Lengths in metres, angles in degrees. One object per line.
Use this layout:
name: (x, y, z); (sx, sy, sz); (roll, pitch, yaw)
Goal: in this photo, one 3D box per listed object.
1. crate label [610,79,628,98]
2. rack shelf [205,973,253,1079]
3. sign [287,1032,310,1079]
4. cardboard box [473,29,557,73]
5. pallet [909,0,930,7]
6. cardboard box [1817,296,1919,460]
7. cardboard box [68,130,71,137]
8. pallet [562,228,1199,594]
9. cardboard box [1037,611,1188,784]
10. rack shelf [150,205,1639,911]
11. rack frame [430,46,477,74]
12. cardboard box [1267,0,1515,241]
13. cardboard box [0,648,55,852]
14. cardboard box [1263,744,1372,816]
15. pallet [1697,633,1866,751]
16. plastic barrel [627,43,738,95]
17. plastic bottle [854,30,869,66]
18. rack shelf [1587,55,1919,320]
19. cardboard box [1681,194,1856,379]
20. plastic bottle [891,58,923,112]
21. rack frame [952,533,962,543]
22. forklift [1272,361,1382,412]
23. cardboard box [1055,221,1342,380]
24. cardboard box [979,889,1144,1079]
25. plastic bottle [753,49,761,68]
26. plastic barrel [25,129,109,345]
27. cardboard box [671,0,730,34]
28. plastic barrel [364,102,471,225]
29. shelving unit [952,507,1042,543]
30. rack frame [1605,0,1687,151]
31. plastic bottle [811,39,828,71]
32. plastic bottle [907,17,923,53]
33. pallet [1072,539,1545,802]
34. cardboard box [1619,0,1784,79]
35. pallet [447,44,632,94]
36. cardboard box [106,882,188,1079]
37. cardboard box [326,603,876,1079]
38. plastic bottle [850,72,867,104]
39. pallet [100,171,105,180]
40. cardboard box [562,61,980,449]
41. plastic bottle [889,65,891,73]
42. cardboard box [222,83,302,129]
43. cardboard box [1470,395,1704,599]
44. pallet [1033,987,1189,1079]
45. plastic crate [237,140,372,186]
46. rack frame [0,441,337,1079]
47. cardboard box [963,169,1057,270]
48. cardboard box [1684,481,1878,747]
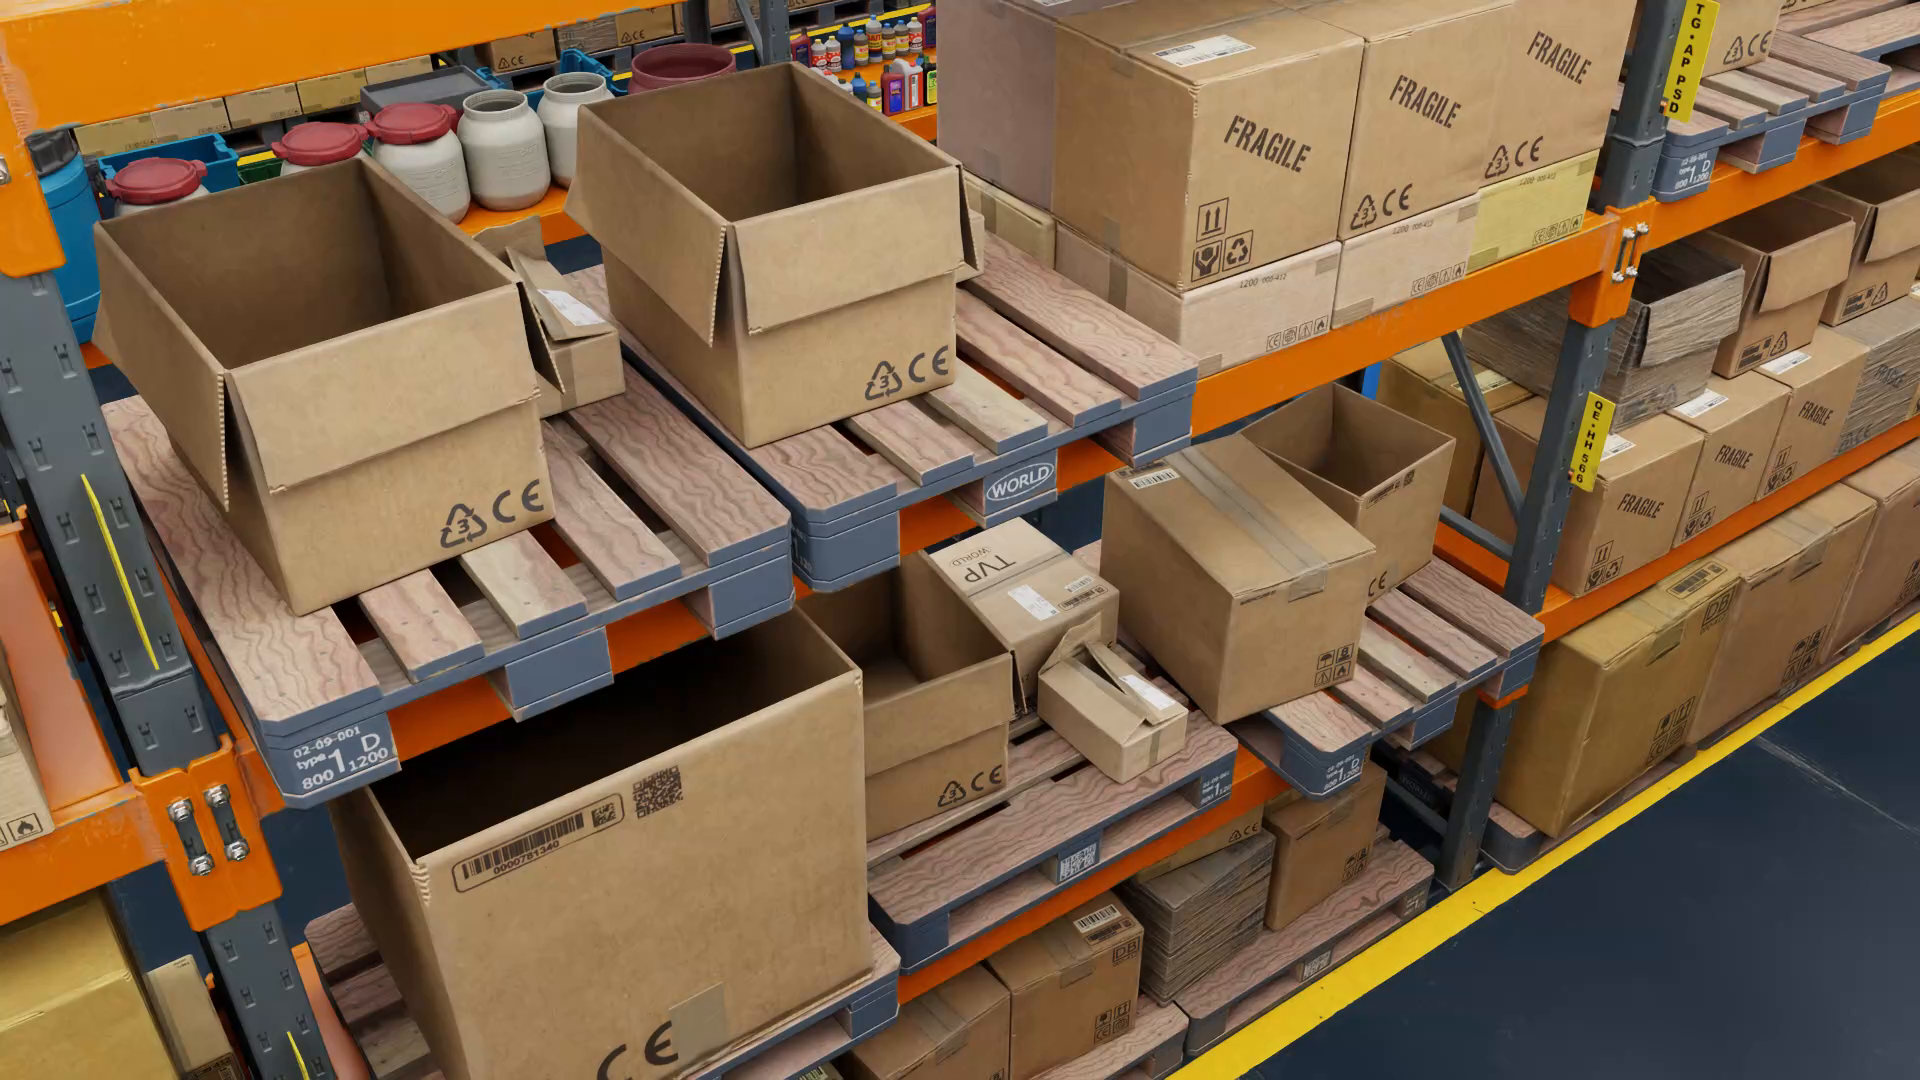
crate label: (-1.773, -2.454, 9.237); (0.416, 0.233, 0.303); (-22, 41, -28)
rack shelf: (-3.264, 2.189, 3.253); (4.000, 0.370, 1.077); (-22, 41, -28)
sign: (-1.310, 1.129, 3.369); (0.005, 0.325, 0.100); (-22, 41, -28)
cardboard box: (-3.526, -4.031, 13.050); (0.500, 0.500, 0.500); (-21, 41, -26)
pallet: (-0.231, -5.294, 15.430); (1.213, 0.211, 1.003); (-22, 41, -28)
cardboard box: (3.442, -0.711, 6.584); (0.500, 0.500, 0.500); (-22, 41, -28)
cardboard box: (-6.441, -2.748, 11.497); (0.500, 0.250, 0.500); (-21, 41, -27)
pallet: (-0.217, -0.424, 3.863); (1.003, 0.211, 1.213); (-22, 41, -28)
cardboard box: (0.433, 0.453, 4.807); (0.258, 0.266, 0.396); (-24, 42, -29)
rack shelf: (0.006, -0.374, 4.248); (4.000, 0.370, 1.077); (-22, 41, -28)
rack frame: (-4.063, -4.850, 12.425); (0.127, 3.000, 1.000); (-22, 41, -28)
cardboard box: (0.982, -1.125, 4.162); (0.500, 0.500, 0.500); (-22, 41, -28)
cardboard box: (-1.851, 0.345, 2.760); (0.500, 0.250, 0.500); (-21, 41, -26)
cardboard box: (1.110, 0.650, 5.899); (0.500, 0.250, 0.500); (-21, 41, -26)
pallet: (3.325, 0.374, 7.549); (1.213, 0.211, 1.003); (-22, 41, -28)
plastic barrel: (-1.417, -2.240, 8.678); (0.708, 0.536, 0.600); (-22, 41, -28)
plastic bottle: (-0.595, -2.950, 9.953); (0.097, 0.201, 0.097); (0, 36, 0)
rack shelf: (3.276, -1.720, 6.119); (4.000, 0.370, 1.077); (-22, 41, -28)
cardboard box: (2.782, -1.025, 6.161); (0.637, 0.503, 0.797); (-21, 41, -27)
plastic bottle: (-0.294, -2.582, 9.377); (0.135, 0.276, 0.152); (-22, 41, -28)
rack frame: (-0.064, -0.461, 7.863); (0.015, 1.200, 0.240); (-22, 41, -28)
forklift: (3.265, -1.772, 8.204); (3.031, 2.935, 1.130); (-9, 37, -13)
cardboard box: (0.584, -0.660, 4.158); (0.500, 0.250, 0.500); (-21, 41, -27)
cardboard box: (0.199, 1.337, 5.587); (0.500, 0.500, 0.700); (-19, 40, -24)
plastic bottle: (-1.128, -2.777, 9.642); (0.133, 0.283, 0.061); (-22, 41, -28)
plastic barrel: (-3.992, -1.328, 7.099); (0.708, 0.901, 0.600); (-22, 41, -28)
cardboard box: (-2.265, -4.554, 13.777); (0.500, 0.500, 0.500); (-24, 42, -29)
plastic barrel: (-2.620, -1.804, 8.073); (0.433, 0.535, 0.433); (0, 36, 0)
shelving unit: (0.135, -0.543, 7.977); (0.503, 1.200, 0.258); (-22, 41, -28)
rack frame: (1.641, -2.557, 4.098); (0.127, 3.000, 1.000); (-22, 41, -28)
plastic bottle: (-0.834, -2.852, 9.816); (0.097, 0.201, 0.097); (0, 36, 0)
plastic bottle: (-0.277, -3.081, 10.135); (0.097, 0.201, 0.097); (0, 36, 0)
pallet: (1.120, 0.247, 5.501); (1.003, 0.211, 1.213); (-22, 41, -28)
cardboard box: (2.098, -1.791, 5.154); (0.637, 0.503, 0.797); (-20, 40, -25)
pallet: (-3.431, -3.951, 13.563); (1.213, 0.211, 1.003); (-22, 41, -28)
cardboard box: (-2.032, 1.185, 3.693); (0.500, 0.500, 0.875); (-22, 41, -28)
cardboard box: (-0.899, 0.610, 3.960); (1.000, 1.000, 1.000); (-22, 41, -28)
plastic bottle: (-0.562, -2.450, 9.198); (0.097, 0.271, 0.097); (0, 36, 0)
pallet: (-6.753, -2.639, 11.739); (1.213, 0.211, 1.003); (-22, 41, -28)
cardboard box: (-0.418, -0.634, 3.545); (0.637, 0.503, 0.797); (-21, 41, -26)
plastic bottle: (-0.381, -2.604, 9.472); (0.097, 0.201, 0.097); (0, 36, 0)
cardboard box: (-5.185, -3.268, 12.221); (0.500, 0.250, 0.500); (-21, 41, -27)
cardboard box: (2.195, -0.195, 5.867); (0.500, 0.500, 0.500); (-21, 41, -27)
pallet: (0.005, 1.681, 5.732); (1.213, 0.211, 1.003); (-22, 41, -28)
plastic crate: (-3.221, -1.774, 8.329); (0.662, 0.188, 0.450); (-22, 41, -28)
rack frame: (-1.629, 1.224, 3.979); (0.127, 3.000, 1.000); (-22, 41, -28)
cardboard box: (0.275, -0.891, 4.480); (0.500, 0.250, 0.500); (-21, 41, -27)
cardboard box: (2.950, 0.053, 7.068); (0.875, 0.875, 1.225); (-22, 41, -28)
